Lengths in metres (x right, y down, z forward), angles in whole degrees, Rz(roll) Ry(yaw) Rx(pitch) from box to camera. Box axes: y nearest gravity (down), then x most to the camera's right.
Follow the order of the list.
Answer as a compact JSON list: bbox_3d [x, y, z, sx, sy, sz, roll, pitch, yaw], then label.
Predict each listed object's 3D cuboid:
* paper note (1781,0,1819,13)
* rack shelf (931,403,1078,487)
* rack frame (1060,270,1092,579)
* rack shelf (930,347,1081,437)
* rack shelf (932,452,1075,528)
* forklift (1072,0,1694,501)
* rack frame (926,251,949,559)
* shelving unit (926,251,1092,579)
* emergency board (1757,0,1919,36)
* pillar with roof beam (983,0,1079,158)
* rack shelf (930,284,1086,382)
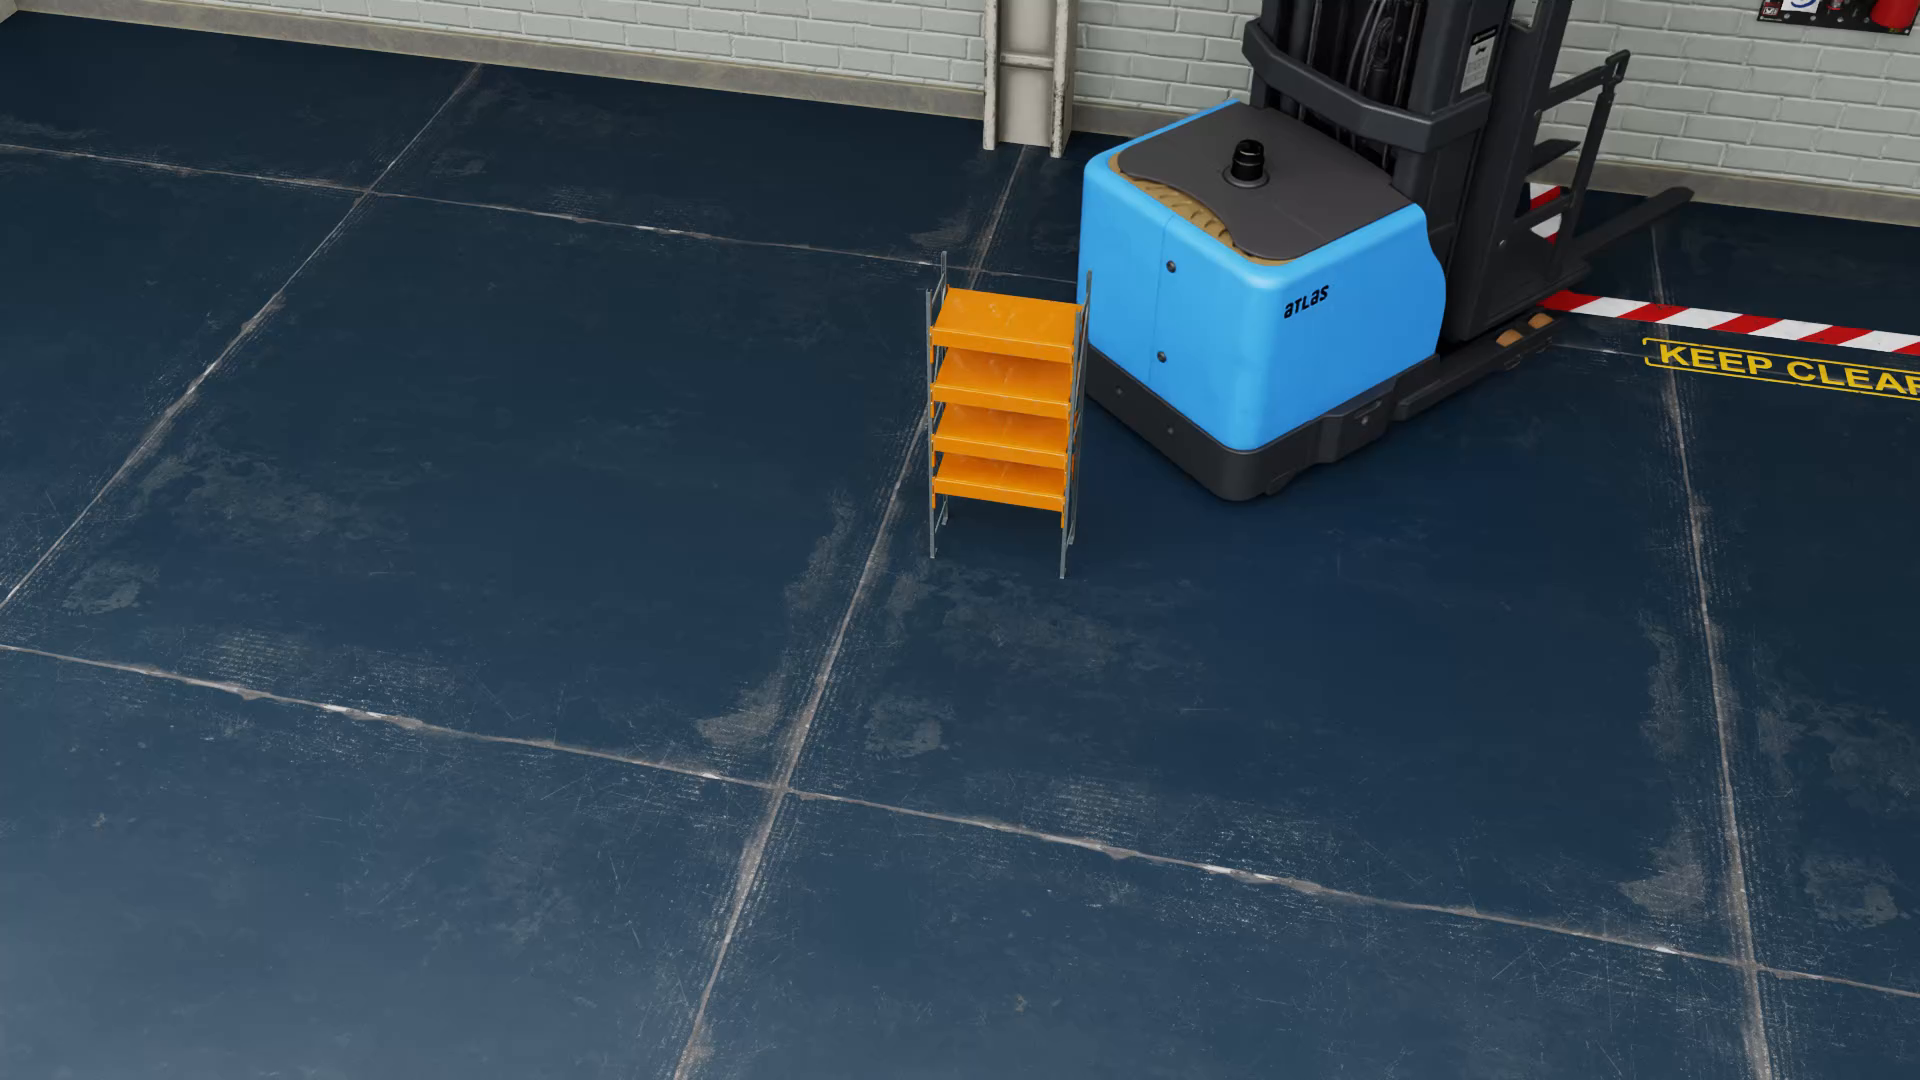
[{"bbox_3d":[3.635,-2.349,7.163,0.142,0.148,0.016,9,45,9],"label":"paper note"},{"bbox_3d":[0.162,-0.359,5.855,0.480,0.148,0.258,9,45,9],"label":"rack shelf"},{"bbox_3d":[0.400,-0.370,5.769,0.015,1.200,0.240,9,45,9],"label":"rack frame"},{"bbox_3d":[0.162,-0.520,5.699,0.480,0.148,0.258,9,45,9],"label":"rack shelf"},{"bbox_3d":[0.162,-0.216,5.992,0.480,0.148,0.258,9,45,9],"label":"rack shelf"},{"bbox_3d":[1.933,-2.039,6.255,3.031,2.935,1.130,-27,50,-25],"label":"forklift"},{"bbox_3d":[-0.077,-0.444,5.846,0.015,1.200,0.240,9,45,9],"label":"rack frame"},{"bbox_3d":[0.162,-0.407,5.808,0.503,1.200,0.258,9,45,9],"label":"shelving unit"},{"bbox_3d":[3.793,-2.593,6.781,0.643,1.169,0.194,9,45,9],"label":"emergency board"},{"bbox_3d":[-0.599,-2.350,2.202,0.400,9.000,9.100,9,45,9],"label":"pillar with roof beam"},{"bbox_3d":[0.162,-0.690,5.535,0.480,0.148,0.258,9,45,9],"label":"rack shelf"}]
